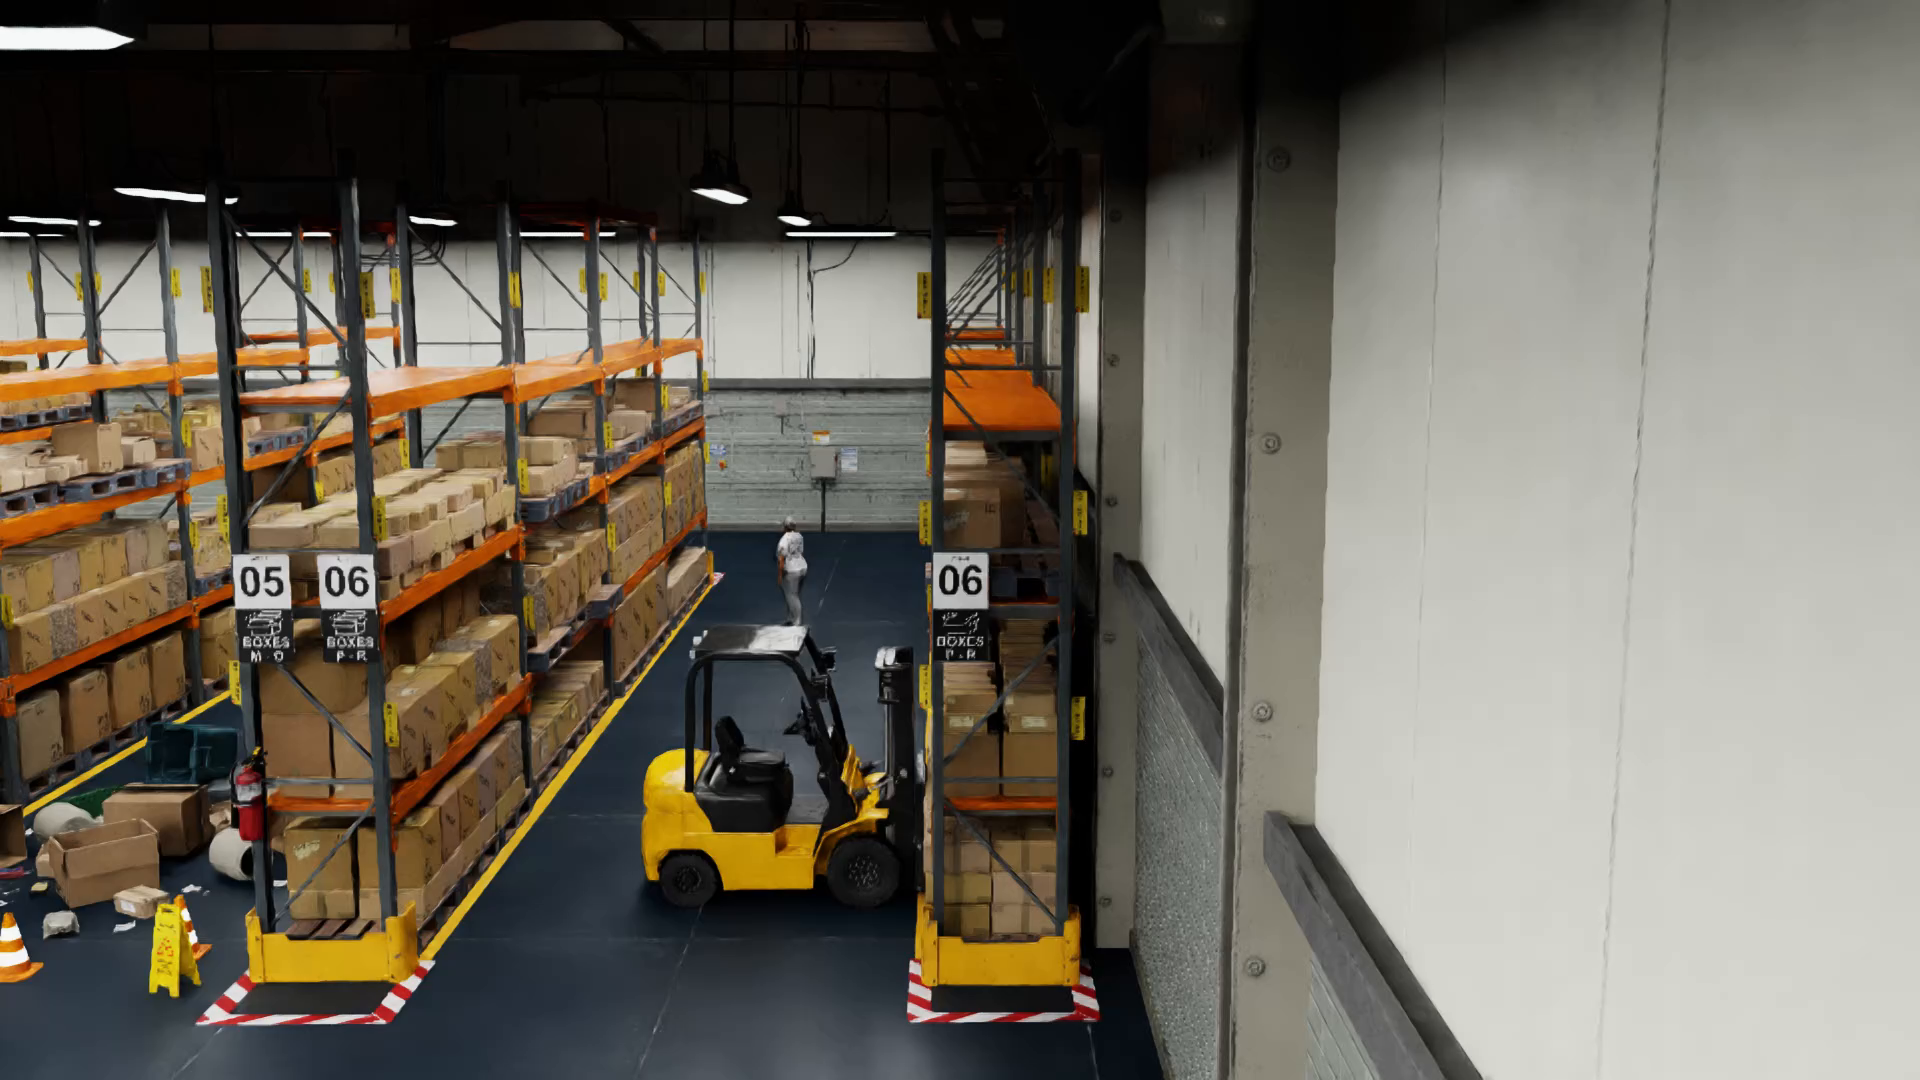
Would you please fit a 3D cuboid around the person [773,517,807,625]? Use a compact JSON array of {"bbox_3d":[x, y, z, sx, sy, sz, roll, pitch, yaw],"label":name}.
[{"bbox_3d":[-2.480,0.484,24.181,0.555,1.648,0.612,4,10,24],"label":"person"}]
